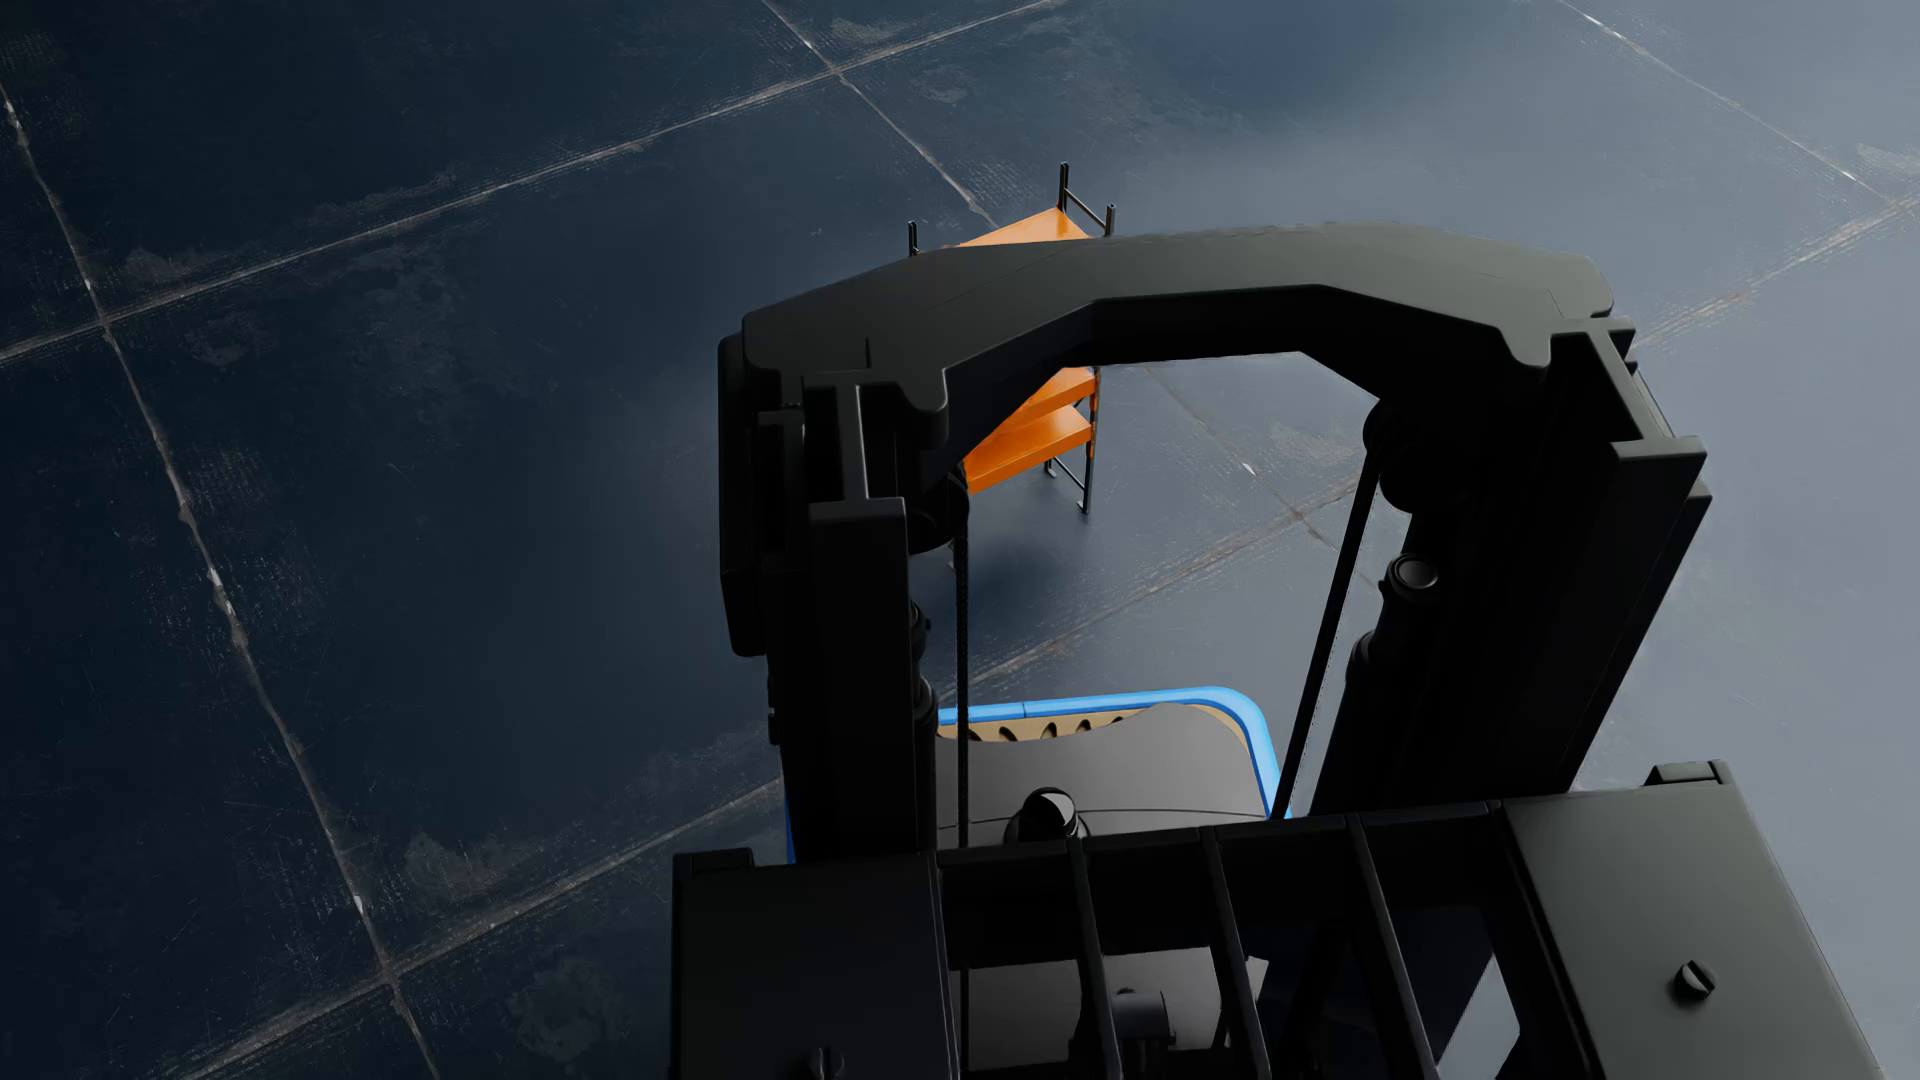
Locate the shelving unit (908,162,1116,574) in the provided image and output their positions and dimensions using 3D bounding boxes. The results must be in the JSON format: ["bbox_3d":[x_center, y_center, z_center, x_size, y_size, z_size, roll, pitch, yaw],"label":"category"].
[{"bbox_3d":[0.140,-0.465,4.861,0.503,1.200,0.258,-25,53,-21],"label":"shelving unit"}]

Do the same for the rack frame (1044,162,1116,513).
[{"bbox_3d":[0.346,-0.562,4.947,0.015,1.200,0.240,-25,53,-21],"label":"rack frame"}]

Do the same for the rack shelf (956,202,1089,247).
[{"bbox_3d":[0.140,-0.726,4.567,0.480,0.148,0.258,-25,53,-21],"label":"rack shelf"}]

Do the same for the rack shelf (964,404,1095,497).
[{"bbox_3d":[0.140,-0.288,5.059,0.480,0.148,0.258,-25,53,-21],"label":"rack shelf"}]

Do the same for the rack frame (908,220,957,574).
[{"bbox_3d":[-0.066,-0.368,4.774,0.015,1.200,0.240,-25,53,-21],"label":"rack frame"}]

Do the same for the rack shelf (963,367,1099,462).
[{"bbox_3d":[0.140,-0.420,4.911,0.480,0.148,0.258,-25,53,-21],"label":"rack shelf"}]

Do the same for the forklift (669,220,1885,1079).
[{"bbox_3d":[0.286,1.178,2.238,1.130,2.935,3.031,-4,48,-4],"label":"forklift"}]
